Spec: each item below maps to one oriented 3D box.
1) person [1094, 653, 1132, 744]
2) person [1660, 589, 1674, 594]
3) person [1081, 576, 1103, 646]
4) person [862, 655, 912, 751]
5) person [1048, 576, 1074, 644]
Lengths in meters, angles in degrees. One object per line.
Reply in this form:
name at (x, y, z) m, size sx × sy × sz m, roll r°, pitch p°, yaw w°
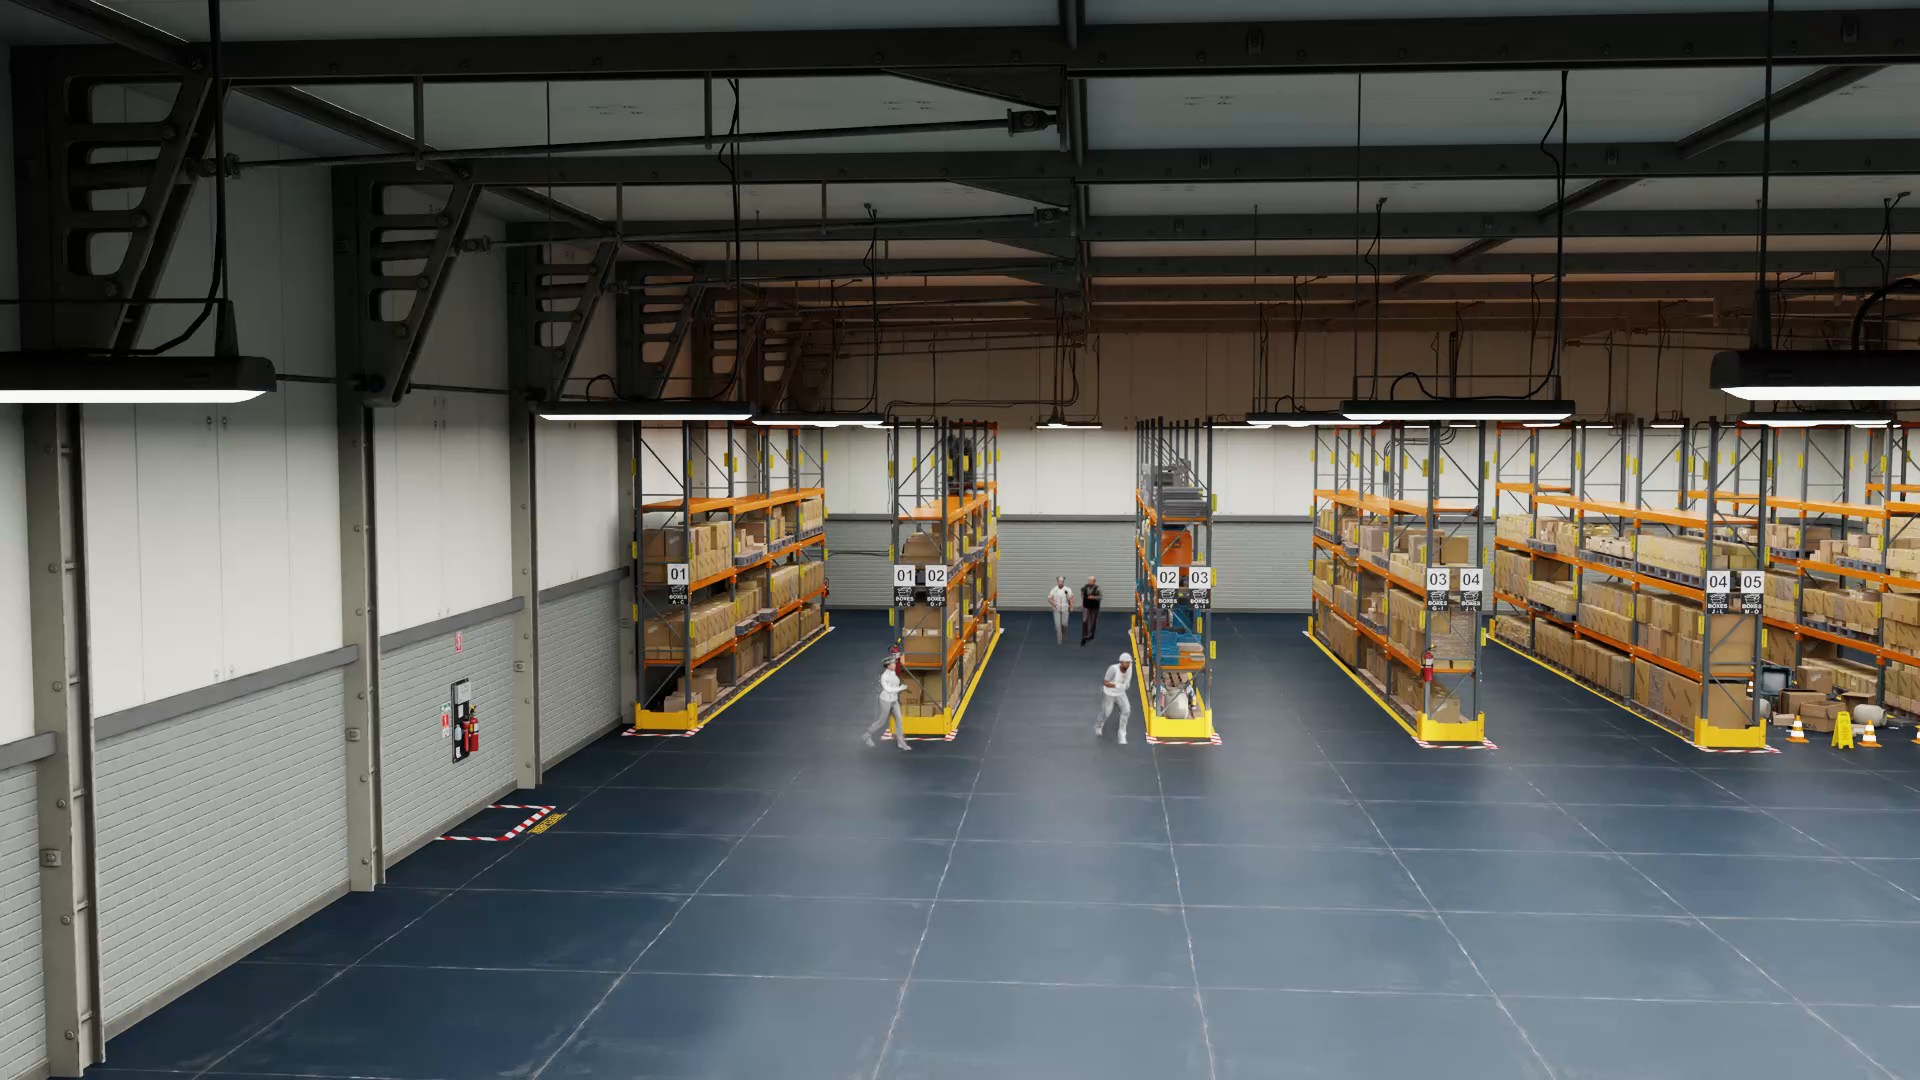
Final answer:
person at (2.849, 2.907, 30.714) m, size 0.727 × 1.724 × 1.019 m, roll -2°, pitch 4°, yaw -33°
person at (20.024, 1.830, 47.187) m, size 0.545 × 1.622 × 0.576 m, roll 0°, pitch 4°, yaw -7°
person at (3.395, 1.840, 42.998) m, size 0.637 × 1.825 × 0.793 m, roll 1°, pitch 4°, yaw 17°
person at (-1.295, 2.908, 29.773) m, size 0.901 × 1.702 × 0.597 m, roll 1°, pitch 4°, yaw 20°
person at (2.587, 1.792, 42.544) m, size 0.664 × 1.754 × 0.545 m, roll 0°, pitch 4°, yaw 3°
